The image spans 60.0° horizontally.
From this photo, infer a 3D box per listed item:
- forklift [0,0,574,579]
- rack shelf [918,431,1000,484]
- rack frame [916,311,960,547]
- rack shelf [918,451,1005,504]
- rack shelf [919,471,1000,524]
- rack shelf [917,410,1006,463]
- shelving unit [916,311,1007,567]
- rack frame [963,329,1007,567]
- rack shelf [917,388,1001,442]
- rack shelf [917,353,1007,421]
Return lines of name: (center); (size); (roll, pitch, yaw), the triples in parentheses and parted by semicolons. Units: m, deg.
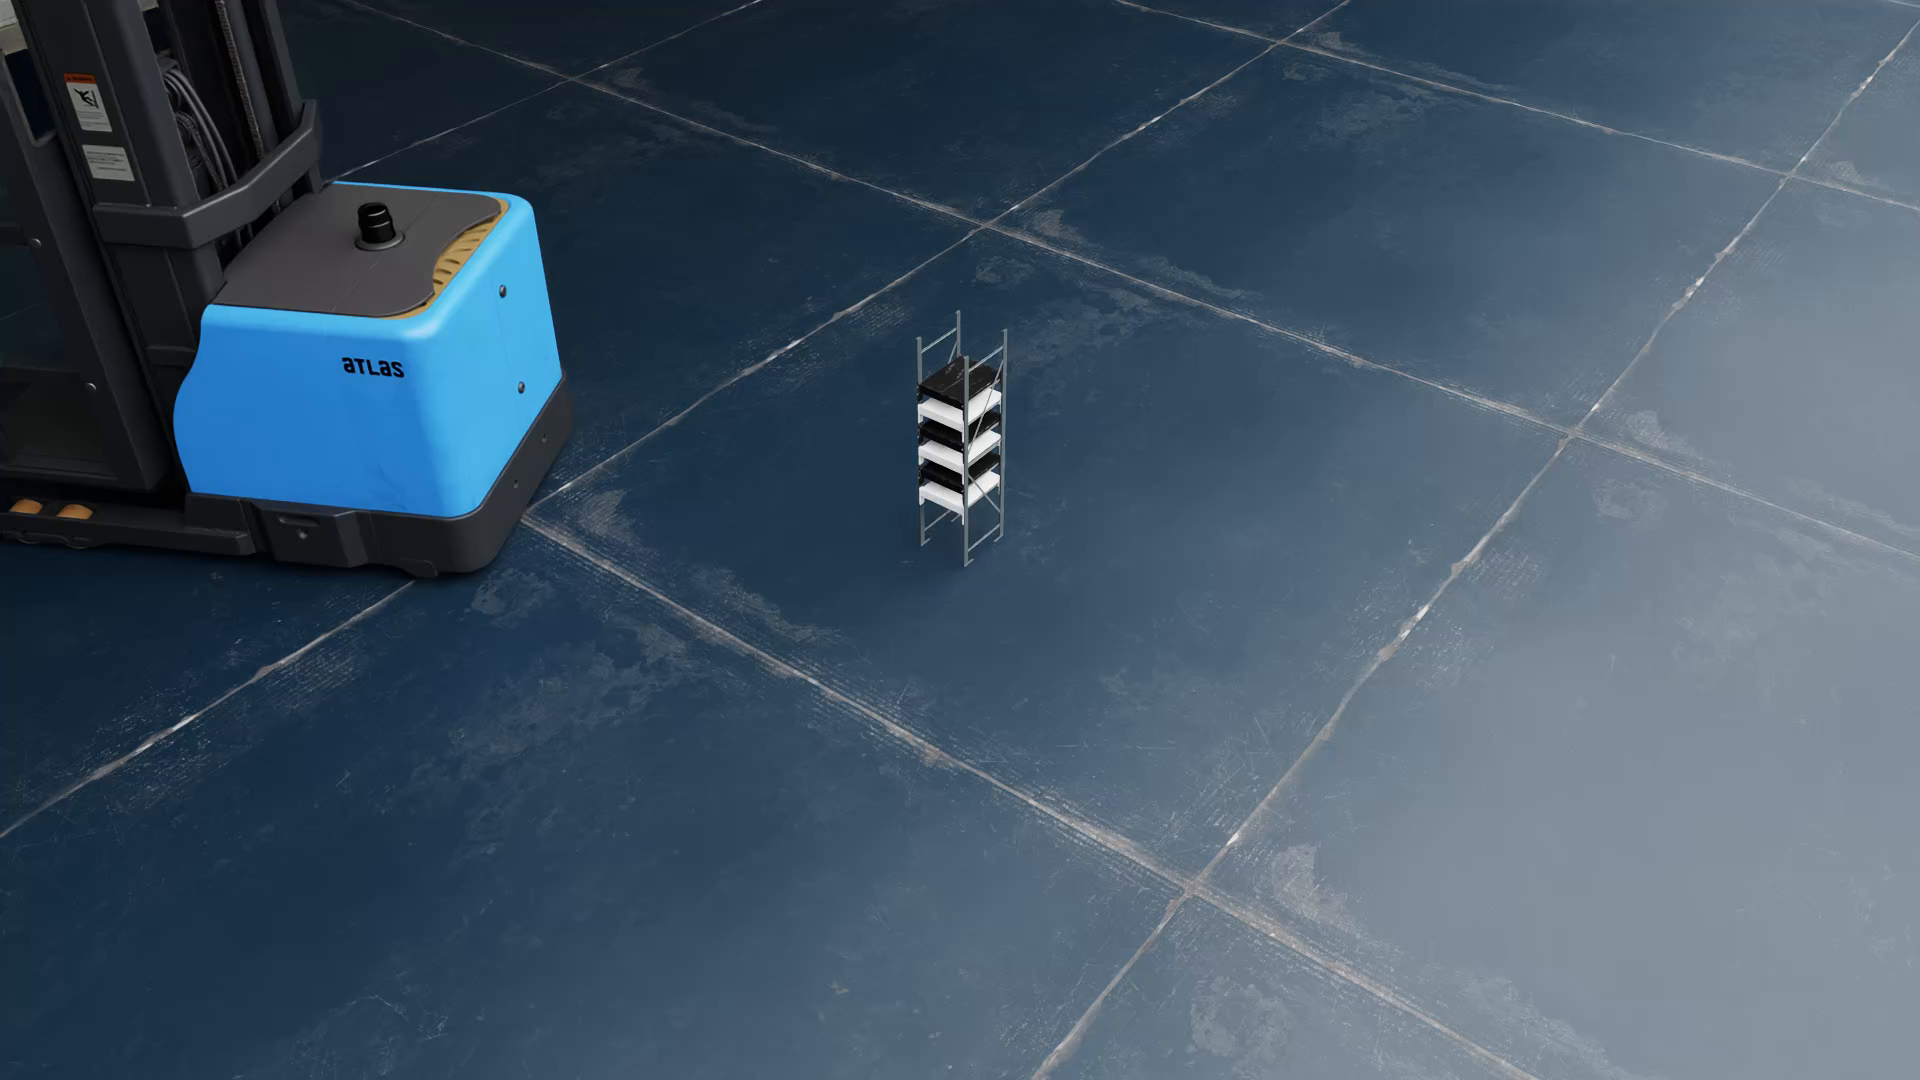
forklift: (-3.122, -1.435, 5.706); (3.031, 2.935, 1.130); (6, 38, 7)
rack shelf: (0.006, -0.325, 5.989); (0.200, 0.077, 0.258); (25, 45, 29)
rack frame: (-0.074, -0.389, 6.017); (0.006, 0.900, 0.240); (25, 45, 29)
rack shelf: (0.006, -0.254, 6.045); (0.200, 0.077, 0.258); (25, 45, 29)
rack shelf: (0.006, -0.183, 6.100); (0.200, 0.077, 0.258); (25, 45, 29)
rack shelf: (0.006, -0.396, 5.934); (0.200, 0.077, 0.258); (25, 45, 29)
shelving unit: (0.006, -0.351, 5.969); (0.210, 0.900, 0.258); (25, 45, 29)
rack frame: (0.087, -0.313, 5.920); (0.006, 0.900, 0.240); (25, 45, 29)
rack shelf: (0.006, -0.467, 5.878); (0.200, 0.077, 0.258); (25, 45, 29)
rack shelf: (0.006, -0.538, 5.823); (0.200, 0.077, 0.258); (25, 45, 29)
